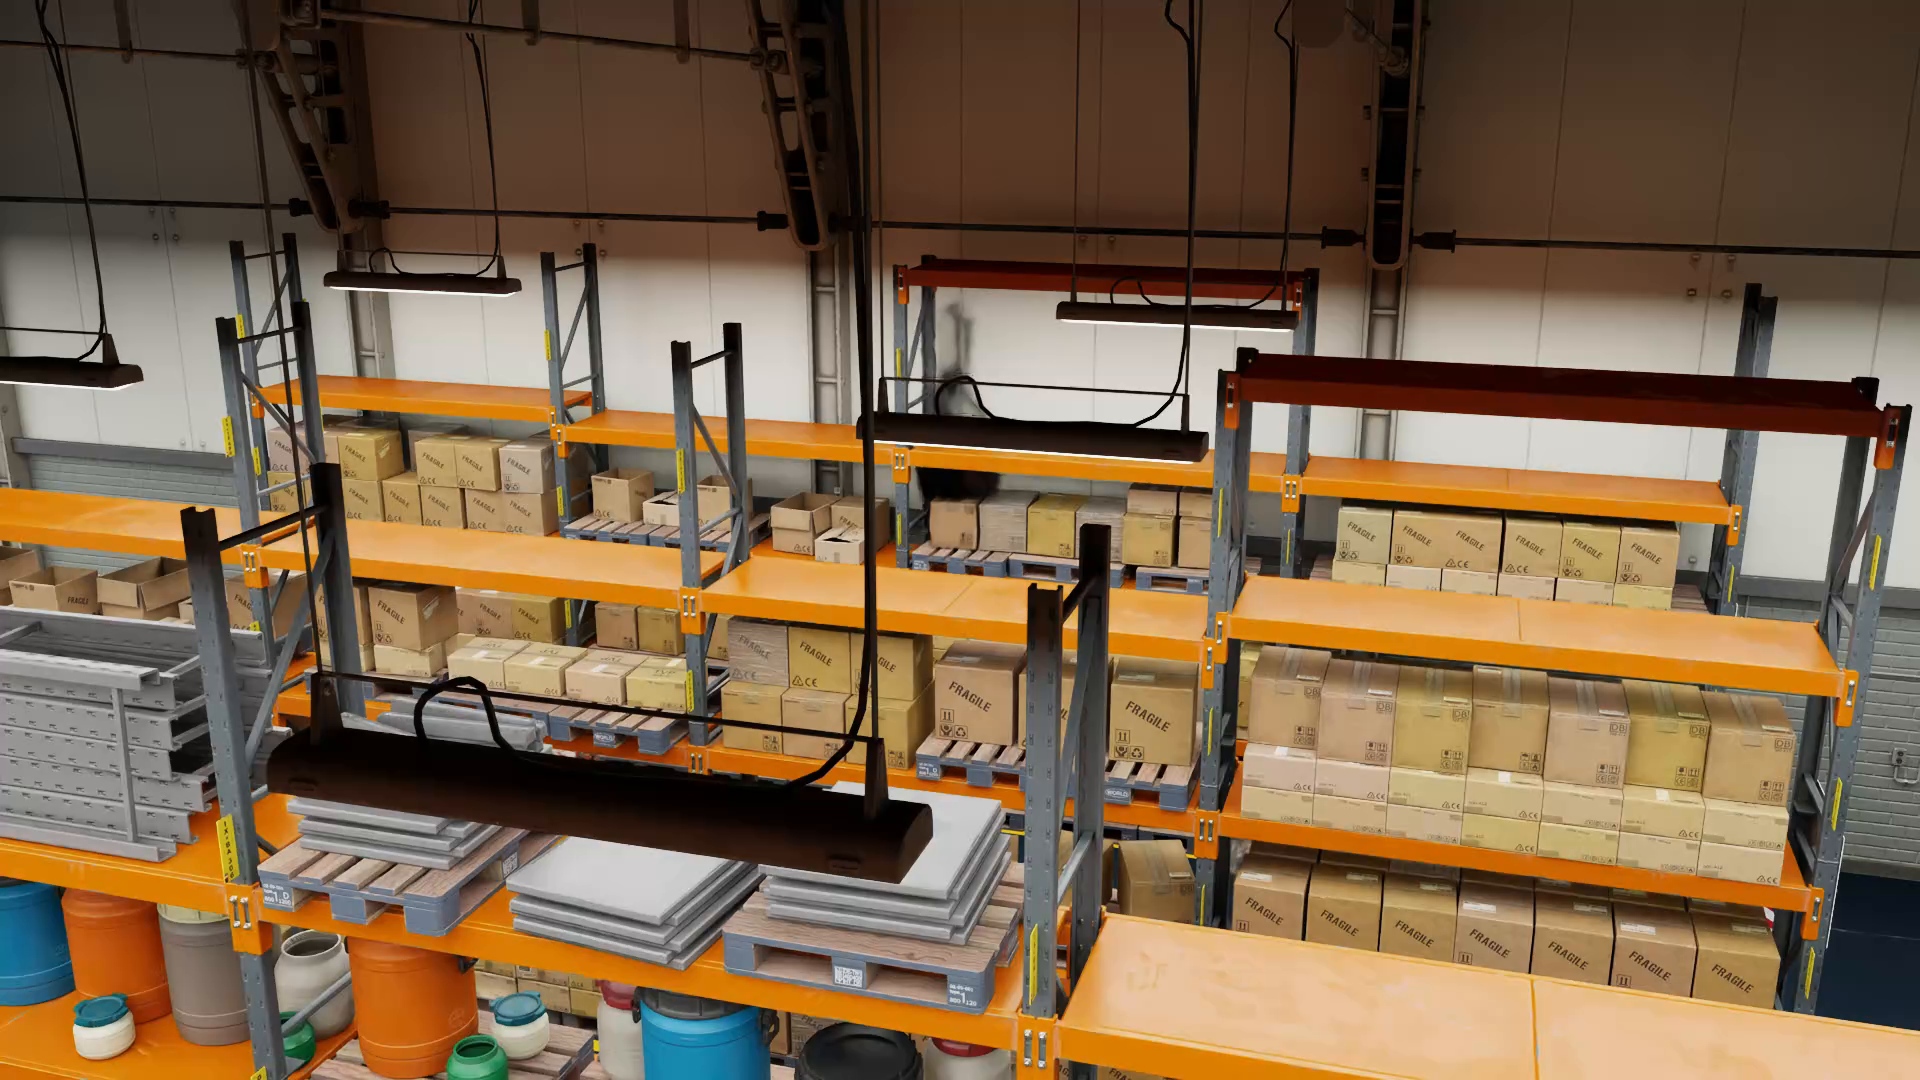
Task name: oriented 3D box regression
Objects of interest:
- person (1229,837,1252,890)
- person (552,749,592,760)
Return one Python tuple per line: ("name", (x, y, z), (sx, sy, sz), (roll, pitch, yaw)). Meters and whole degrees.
("person", (2.552, 2.991, 15.226), (0.851, 1.812, 0.678), (2, 16, 7))
("person", (-3.898, 2.556, 16.596), (0.987, 1.670, 0.659), (3, 16, 12))
